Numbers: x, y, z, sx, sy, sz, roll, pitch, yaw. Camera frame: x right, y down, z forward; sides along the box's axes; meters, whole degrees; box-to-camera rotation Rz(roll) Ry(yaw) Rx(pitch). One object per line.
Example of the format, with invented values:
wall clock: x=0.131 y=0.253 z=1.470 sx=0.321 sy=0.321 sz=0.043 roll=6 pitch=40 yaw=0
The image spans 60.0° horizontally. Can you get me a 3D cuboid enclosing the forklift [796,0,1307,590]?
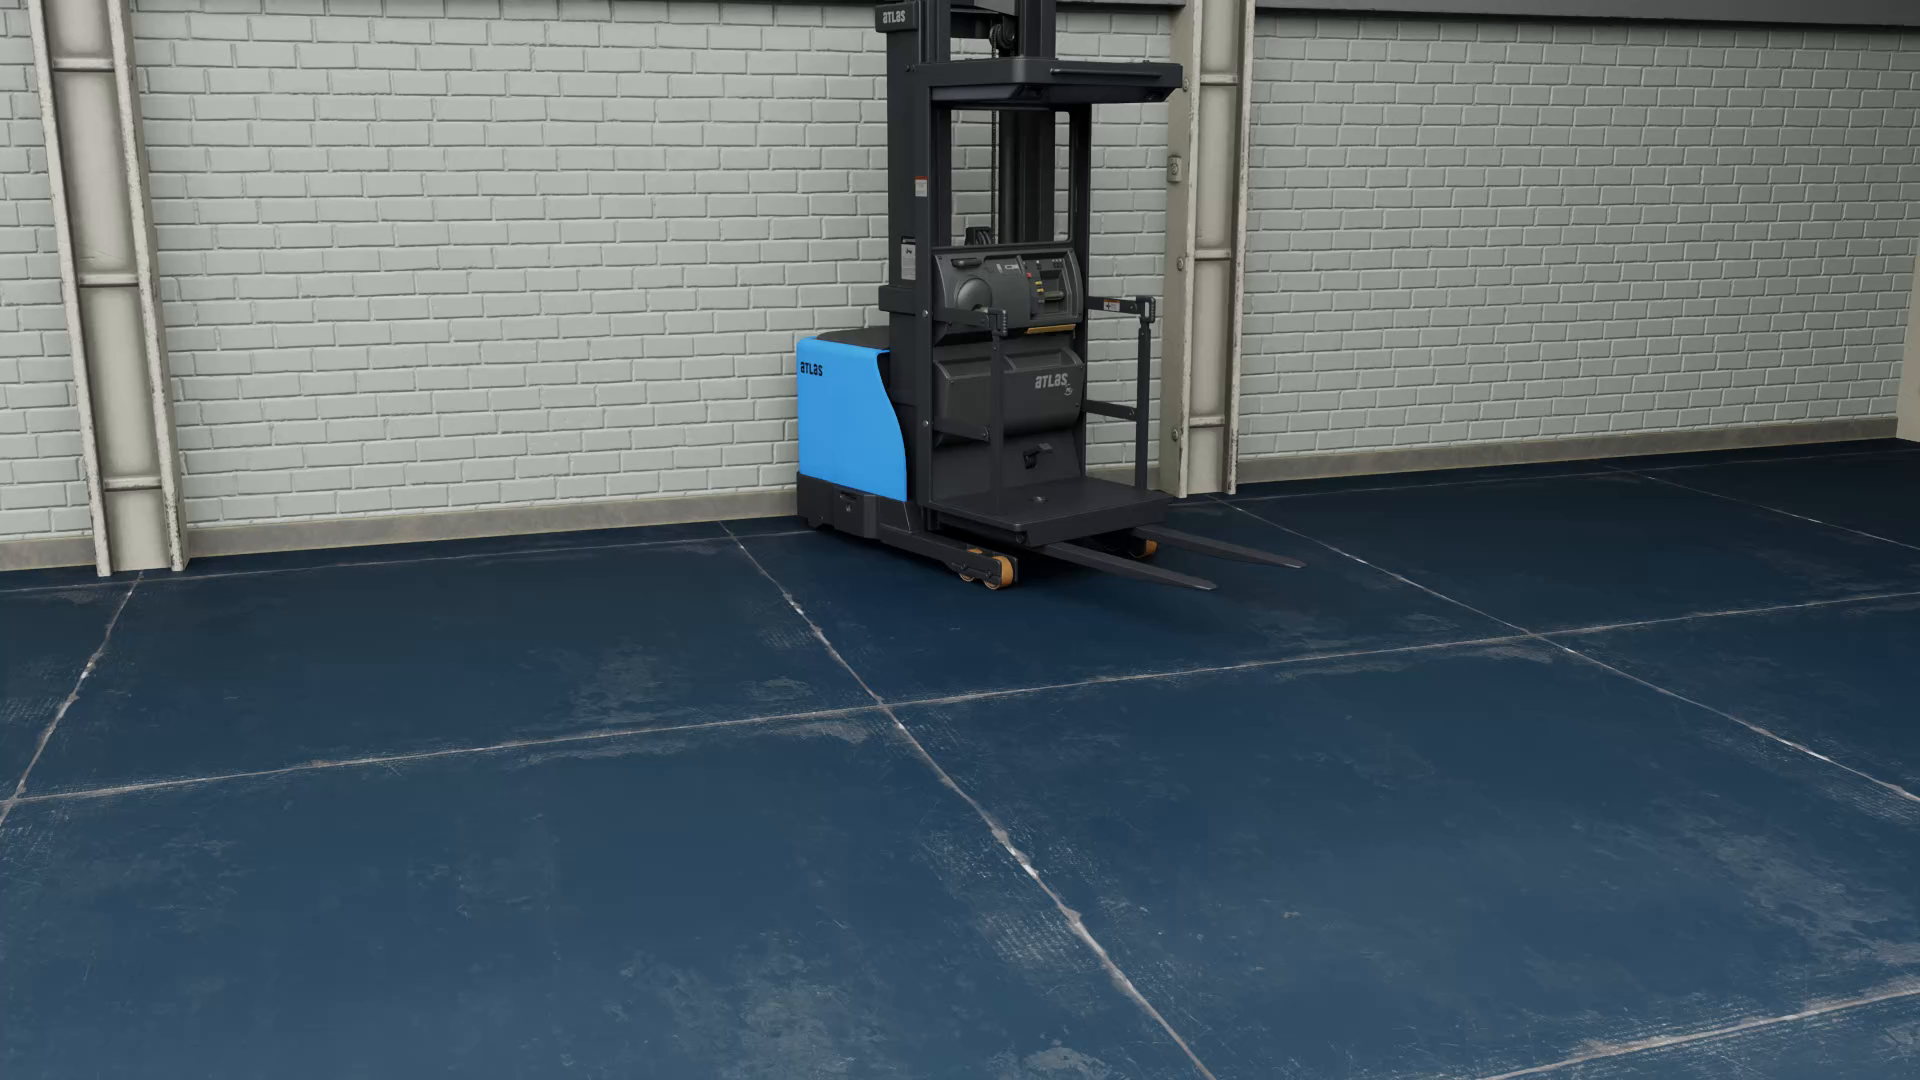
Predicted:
forklift: x=0.393 y=-1.314 z=8.333 sx=1.130 sy=2.935 sz=3.031 roll=-11 pitch=17 yaw=-38

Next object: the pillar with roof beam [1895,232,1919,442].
pillar with roof beam: x=8.545 y=-4.184 z=7.286 sx=0.400 sy=9.000 sz=9.100 roll=-4 pitch=14 yaw=-18

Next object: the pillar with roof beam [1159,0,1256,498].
pillar with roof beam: x=2.859 y=-3.741 z=5.424 sx=0.400 sy=9.000 sz=9.100 roll=-4 pitch=14 yaw=-18

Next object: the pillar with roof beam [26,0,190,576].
pillar with roof beam: x=-2.828 y=-3.298 z=3.562 sx=0.400 sy=9.000 sz=9.100 roll=-4 pitch=14 yaw=-18
